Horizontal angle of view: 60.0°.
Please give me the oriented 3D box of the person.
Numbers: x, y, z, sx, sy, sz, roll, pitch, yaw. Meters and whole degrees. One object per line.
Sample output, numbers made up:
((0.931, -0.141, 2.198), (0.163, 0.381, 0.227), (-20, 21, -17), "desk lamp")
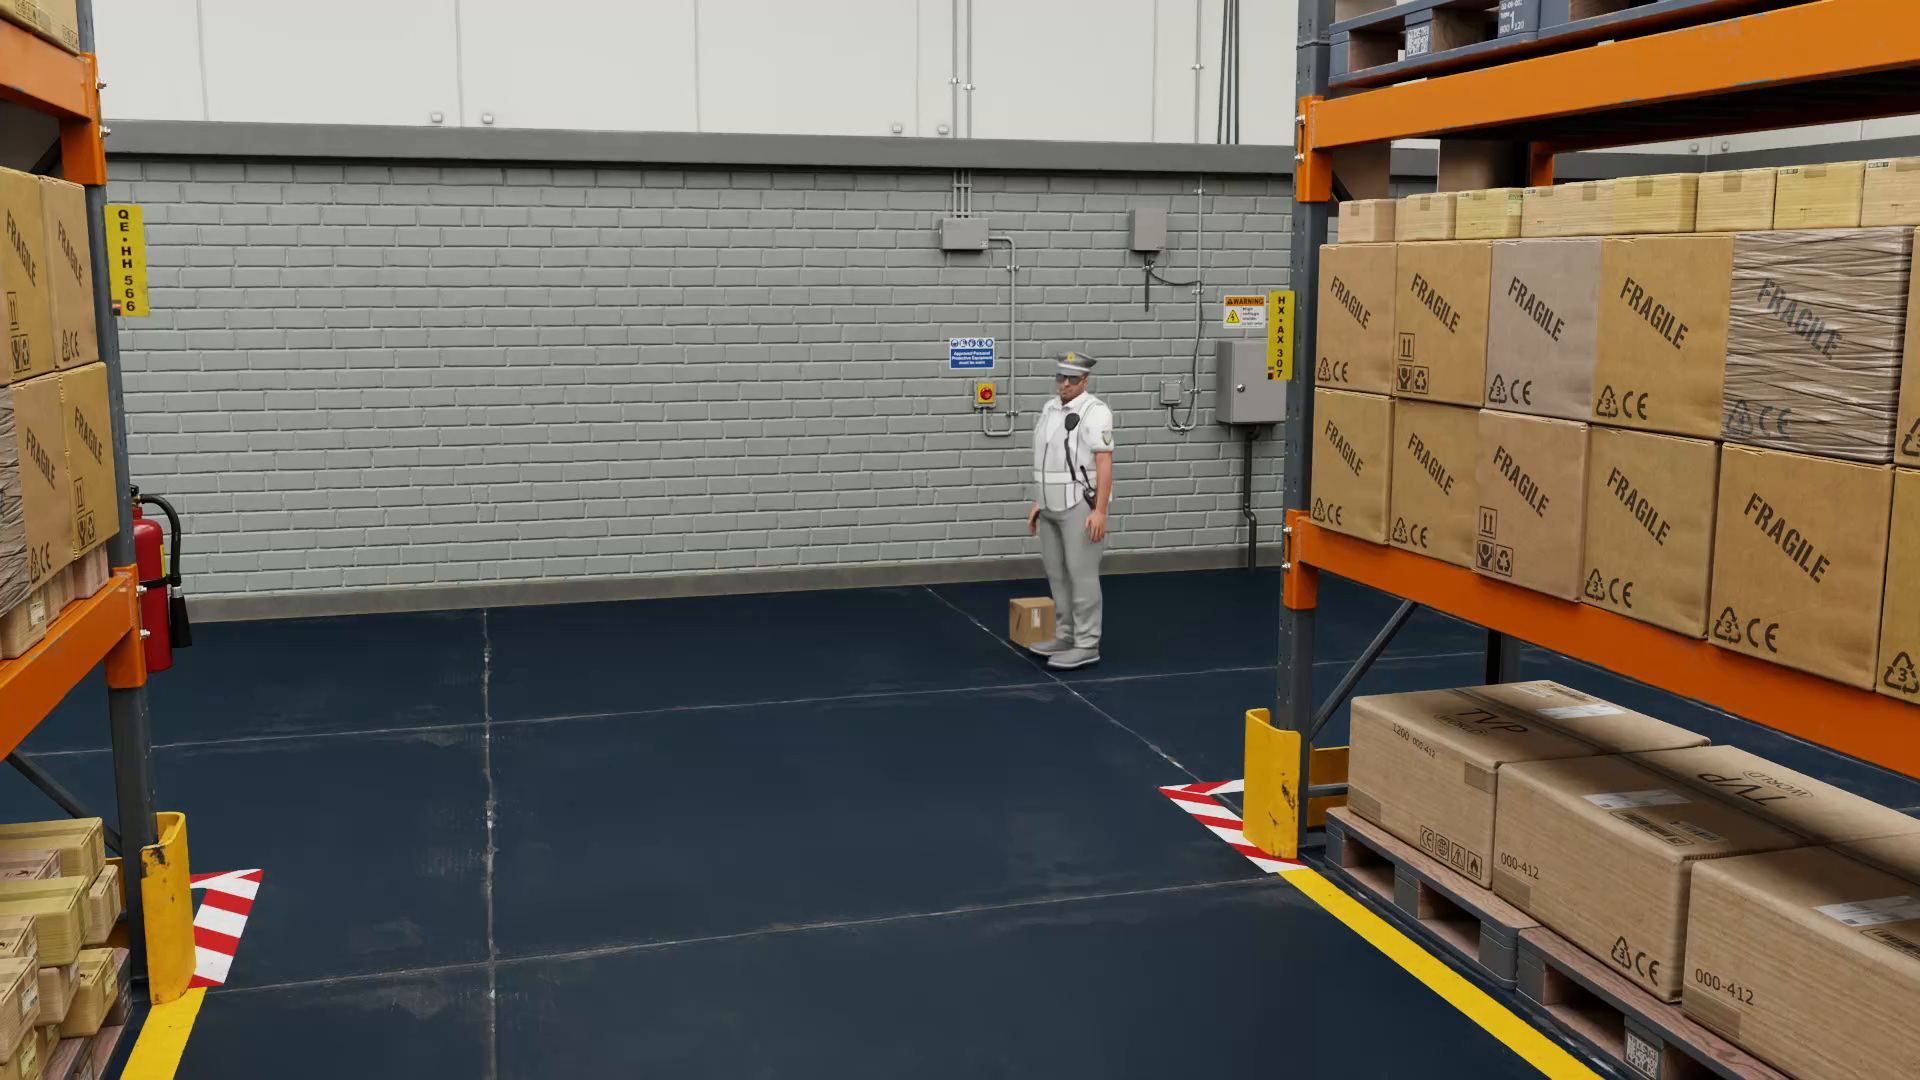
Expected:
((0.596, -0.179, 9.310), (0.399, 1.760, 0.615), (-6, 11, -33), "person")
